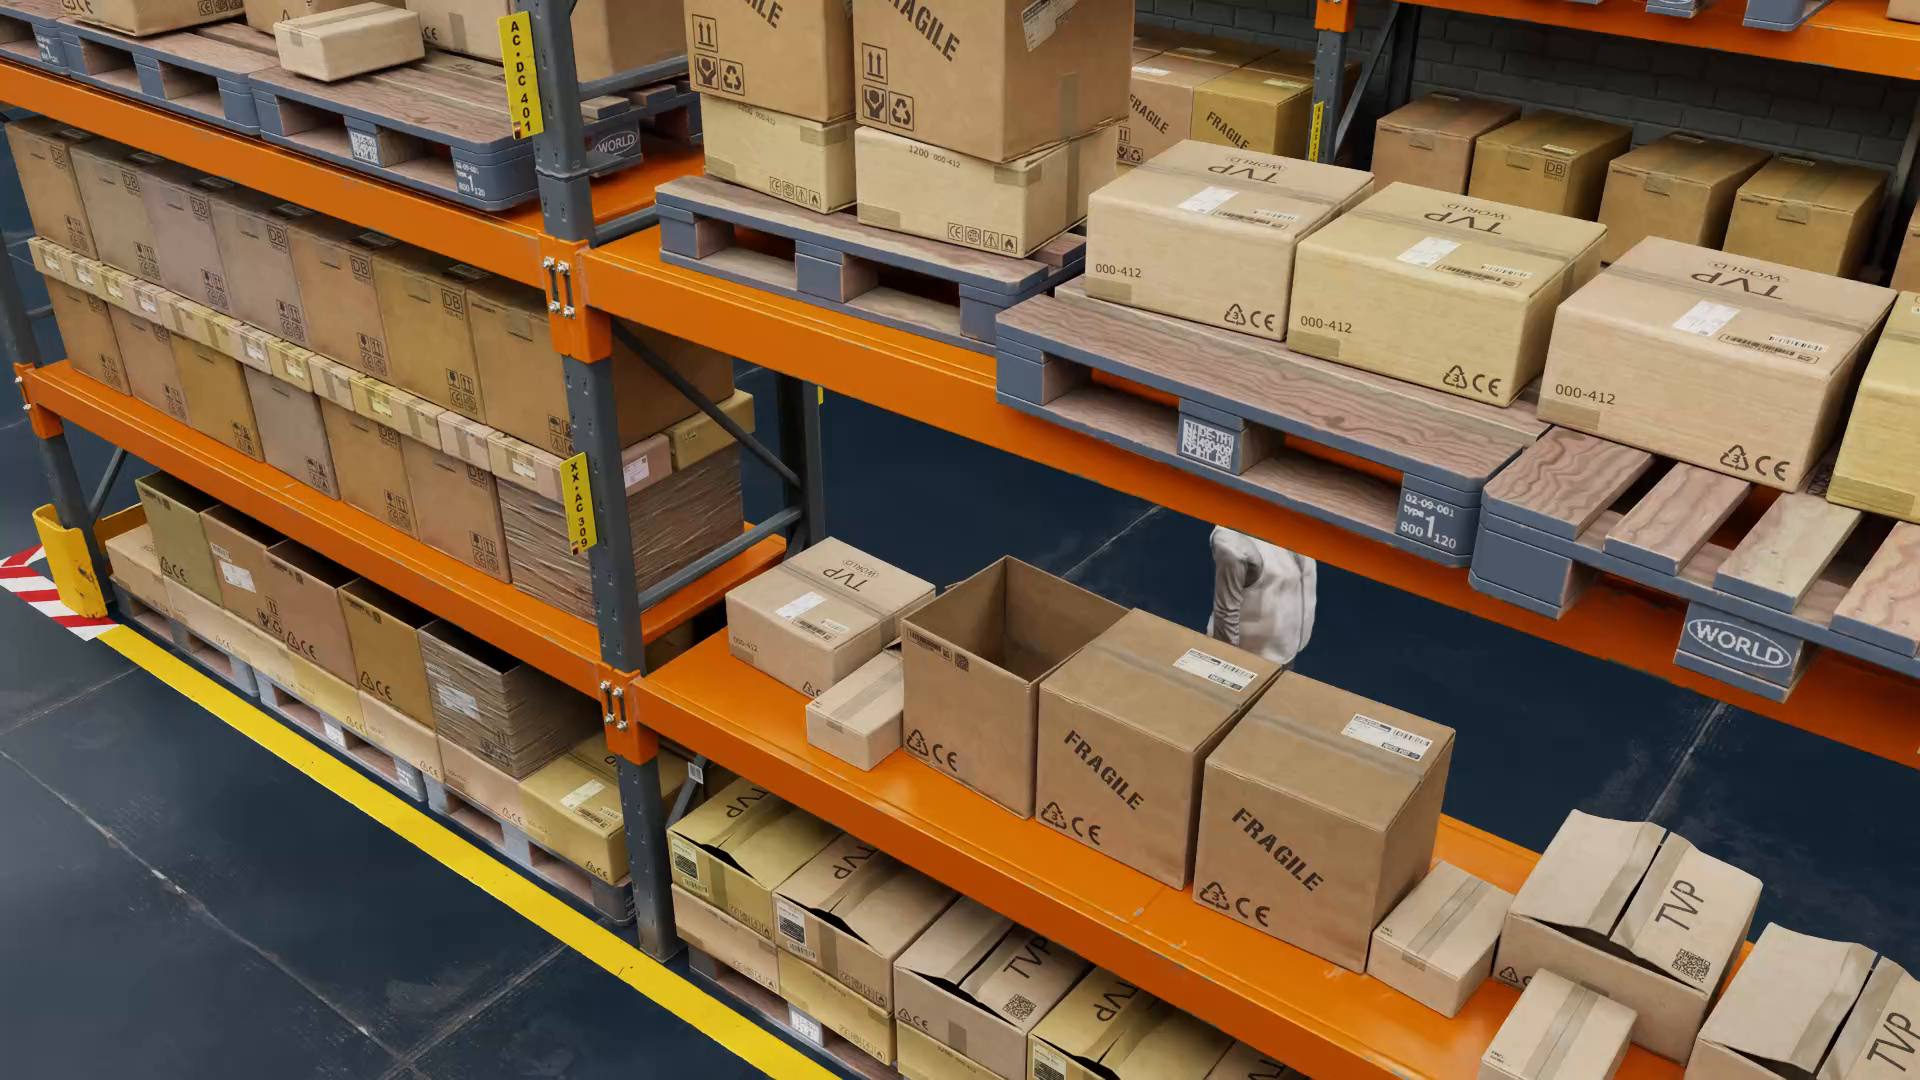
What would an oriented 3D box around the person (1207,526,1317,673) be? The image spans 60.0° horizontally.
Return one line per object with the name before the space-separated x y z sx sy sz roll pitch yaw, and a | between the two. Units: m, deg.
person | 1.179 0.404 6.438 0.519 1.787 0.539 22 37 32
